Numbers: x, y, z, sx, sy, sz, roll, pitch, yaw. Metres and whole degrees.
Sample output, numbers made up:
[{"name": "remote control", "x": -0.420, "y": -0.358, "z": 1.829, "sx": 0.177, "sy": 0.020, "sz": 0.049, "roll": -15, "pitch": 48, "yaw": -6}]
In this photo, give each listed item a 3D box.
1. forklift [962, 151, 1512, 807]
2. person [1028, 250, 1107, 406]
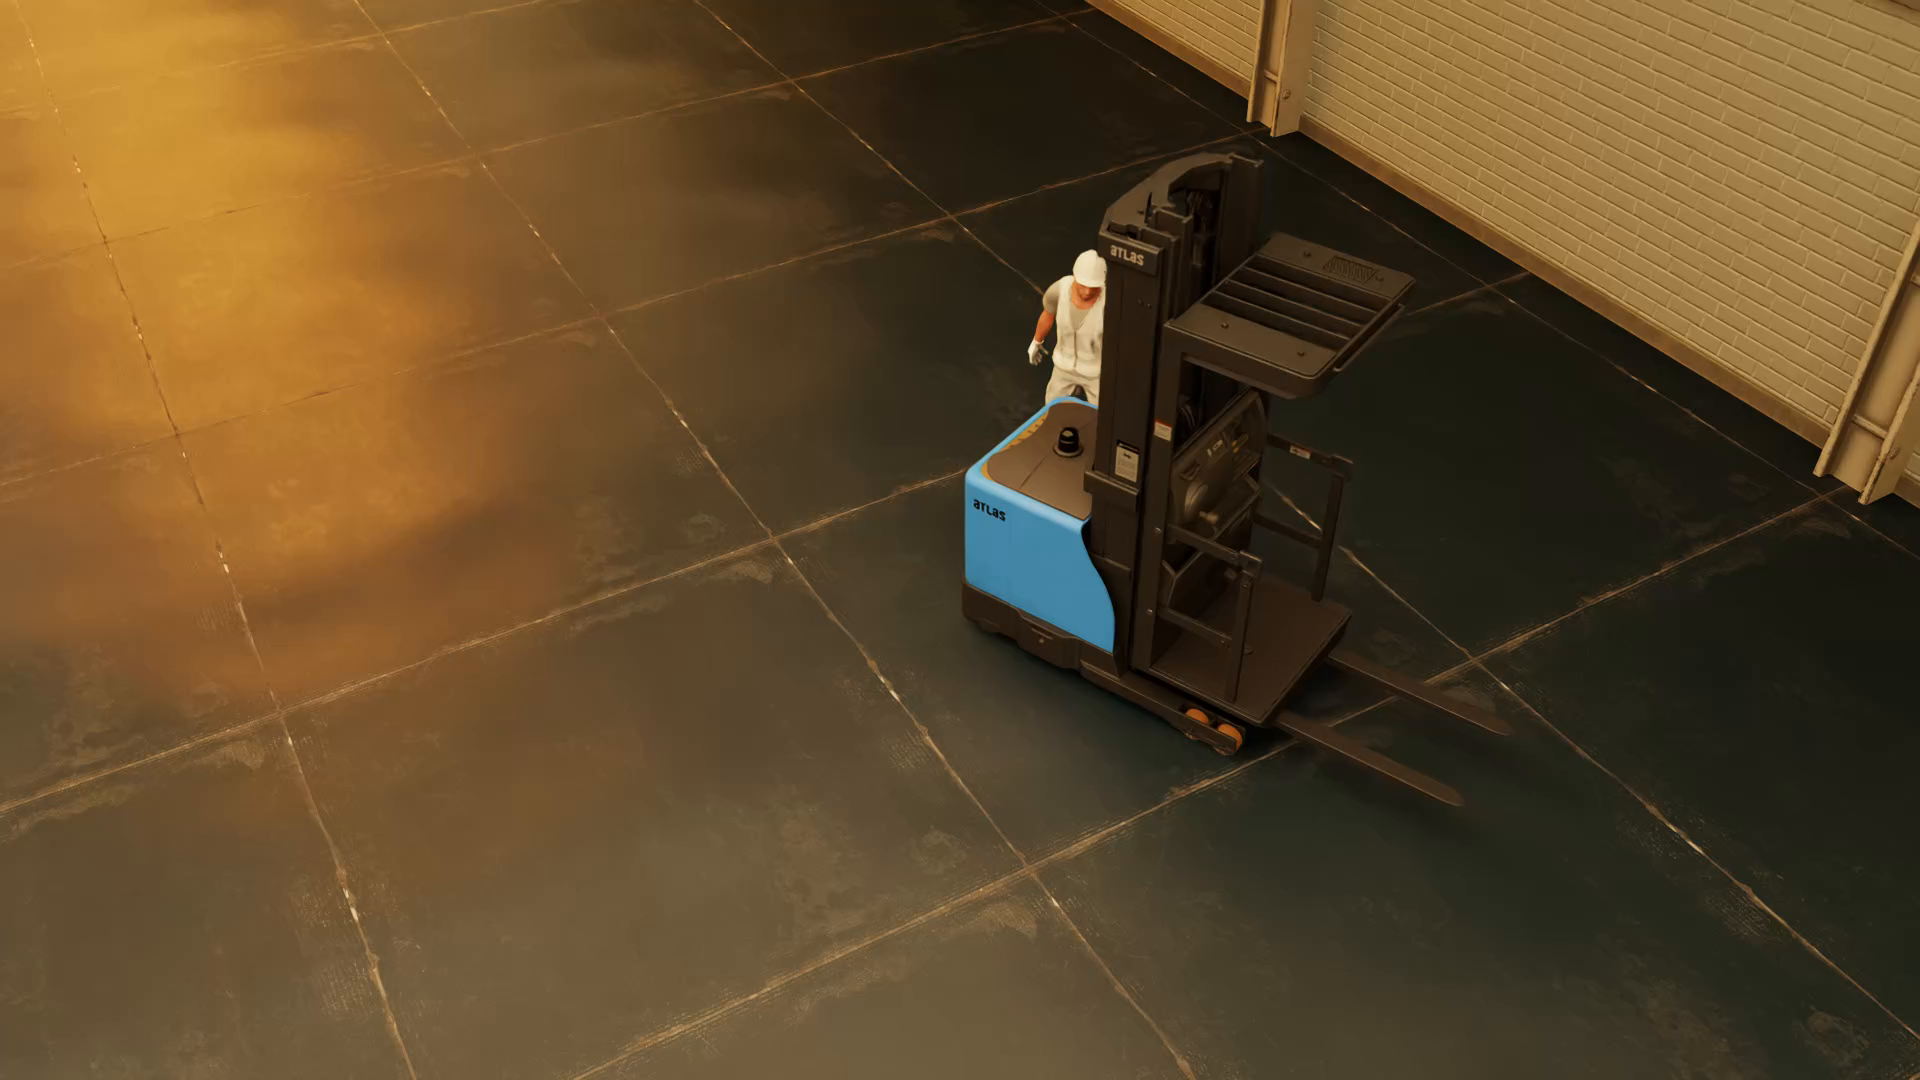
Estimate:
[{"name": "forklift", "x": 1.500, "y": -0.360, "z": 8.470, "sx": 3.031, "sy": 2.935, "sz": 1.130, "roll": 25, "pitch": 46, "yaw": 27}, {"name": "person", "x": 0.769, "y": -1.027, "z": 10.209, "sx": 0.873, "sy": 1.749, "sz": 0.444, "roll": 18, "pitch": 43, "yaw": 21}]
